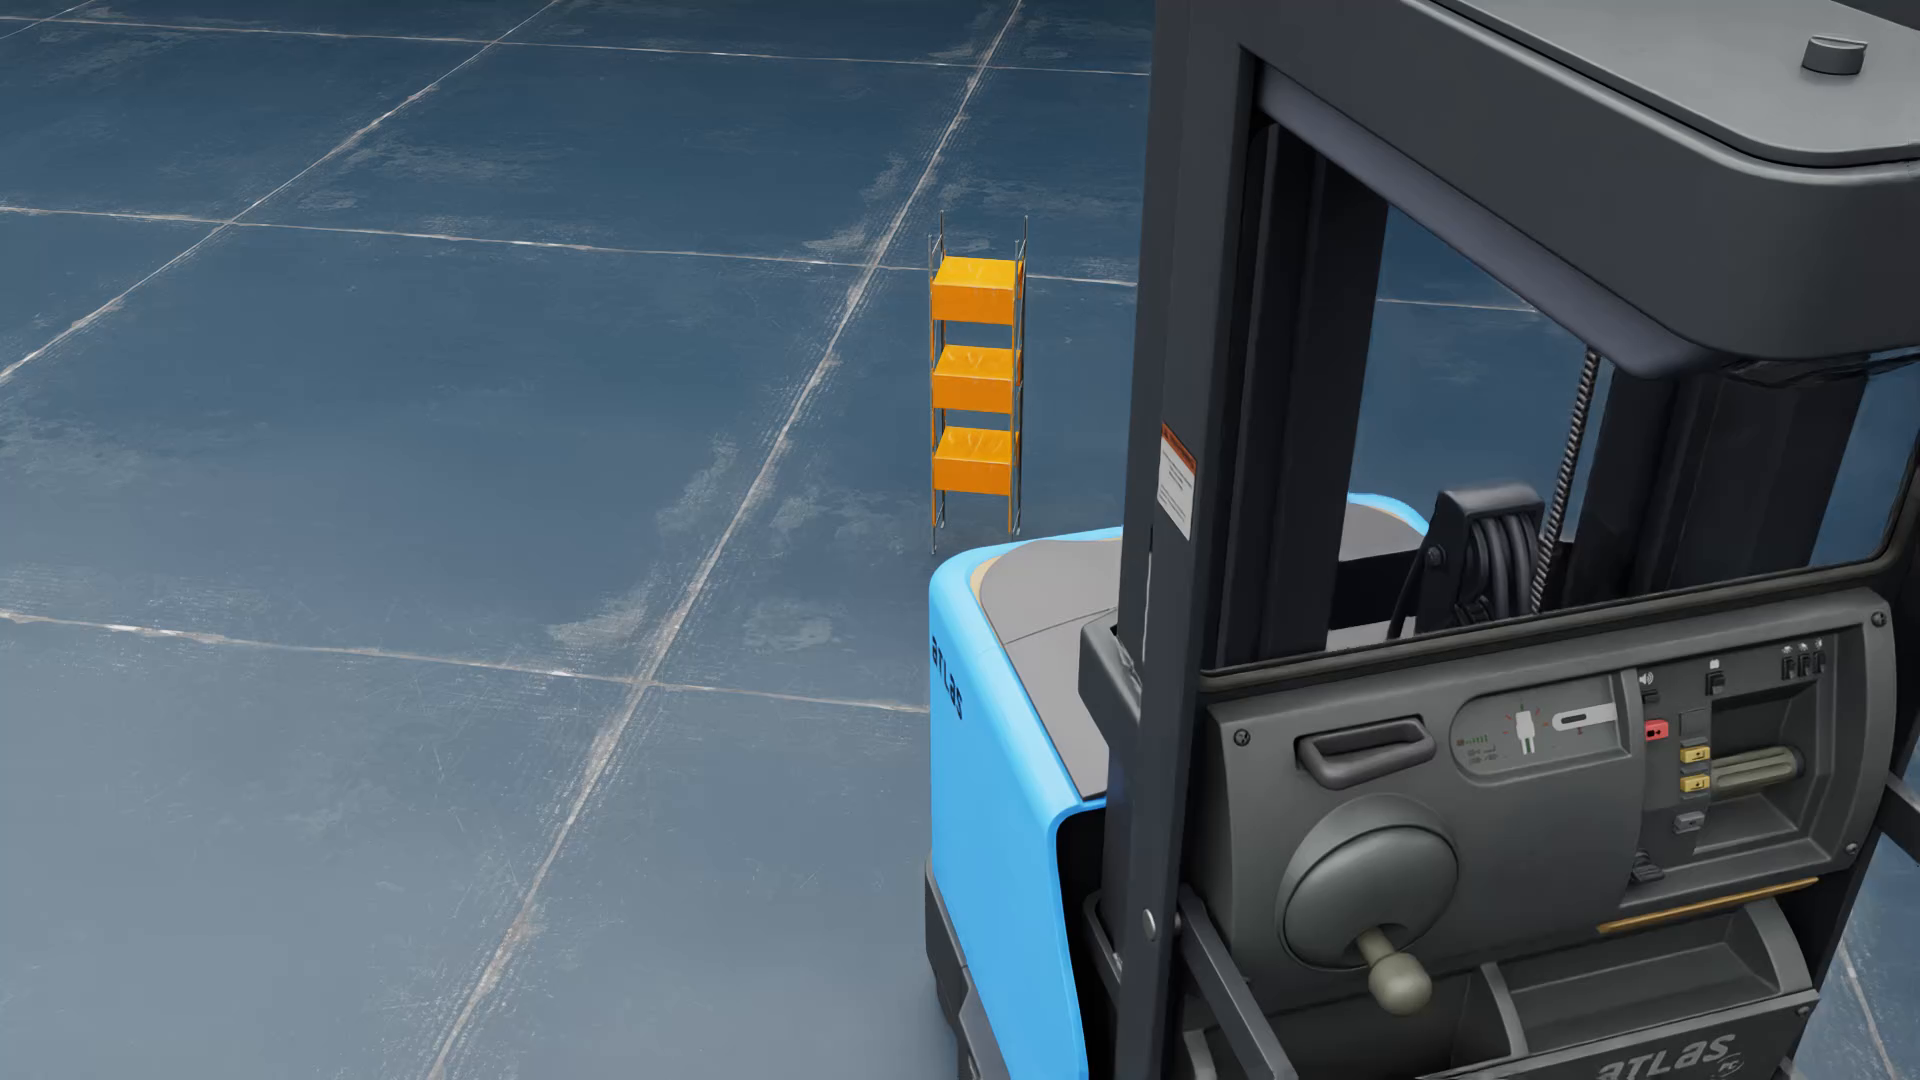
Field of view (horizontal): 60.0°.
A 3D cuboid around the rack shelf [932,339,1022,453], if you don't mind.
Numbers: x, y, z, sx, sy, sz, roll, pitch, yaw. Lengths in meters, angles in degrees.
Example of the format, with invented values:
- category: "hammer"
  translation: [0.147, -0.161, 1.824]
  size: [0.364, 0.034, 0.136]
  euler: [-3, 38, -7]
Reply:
- category: "rack shelf"
  translation: [0.053, -0.431, 4.969]
  size: [0.240, 0.259, 0.215]
  euler: [5, 32, 8]

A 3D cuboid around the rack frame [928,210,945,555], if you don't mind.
- category: "rack frame"
  translation: [-0.068, -0.451, 4.981]
  size: [0.008, 1.050, 0.200]
  euler: [5, 32, 8]

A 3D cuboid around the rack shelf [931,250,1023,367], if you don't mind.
- category: "rack shelf"
  translation: [0.053, -0.672, 4.819]
  size: [0.240, 0.259, 0.215]
  euler: [5, 32, 8]

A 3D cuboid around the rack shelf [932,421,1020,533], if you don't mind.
- category: "rack shelf"
  translation: [0.053, -0.196, 5.117]
  size: [0.240, 0.259, 0.215]
  euler: [5, 32, 8]

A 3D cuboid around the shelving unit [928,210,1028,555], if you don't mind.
- category: "shelving unit"
  translation: [0.053, -0.440, 4.964]
  size: [0.252, 1.050, 0.215]
  euler: [5, 32, 8]

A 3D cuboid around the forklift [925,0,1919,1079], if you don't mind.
- category: "forklift"
  translation: [0.816, 0.375, 1.889]
  size: [1.130, 2.935, 3.031]
  euler: [-9, 33, -13]

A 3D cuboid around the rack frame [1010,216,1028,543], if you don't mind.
- category: "rack frame"
  translation: [0.173, -0.429, 4.946]
  size: [0.008, 1.050, 0.200]
  euler: [5, 32, 8]
